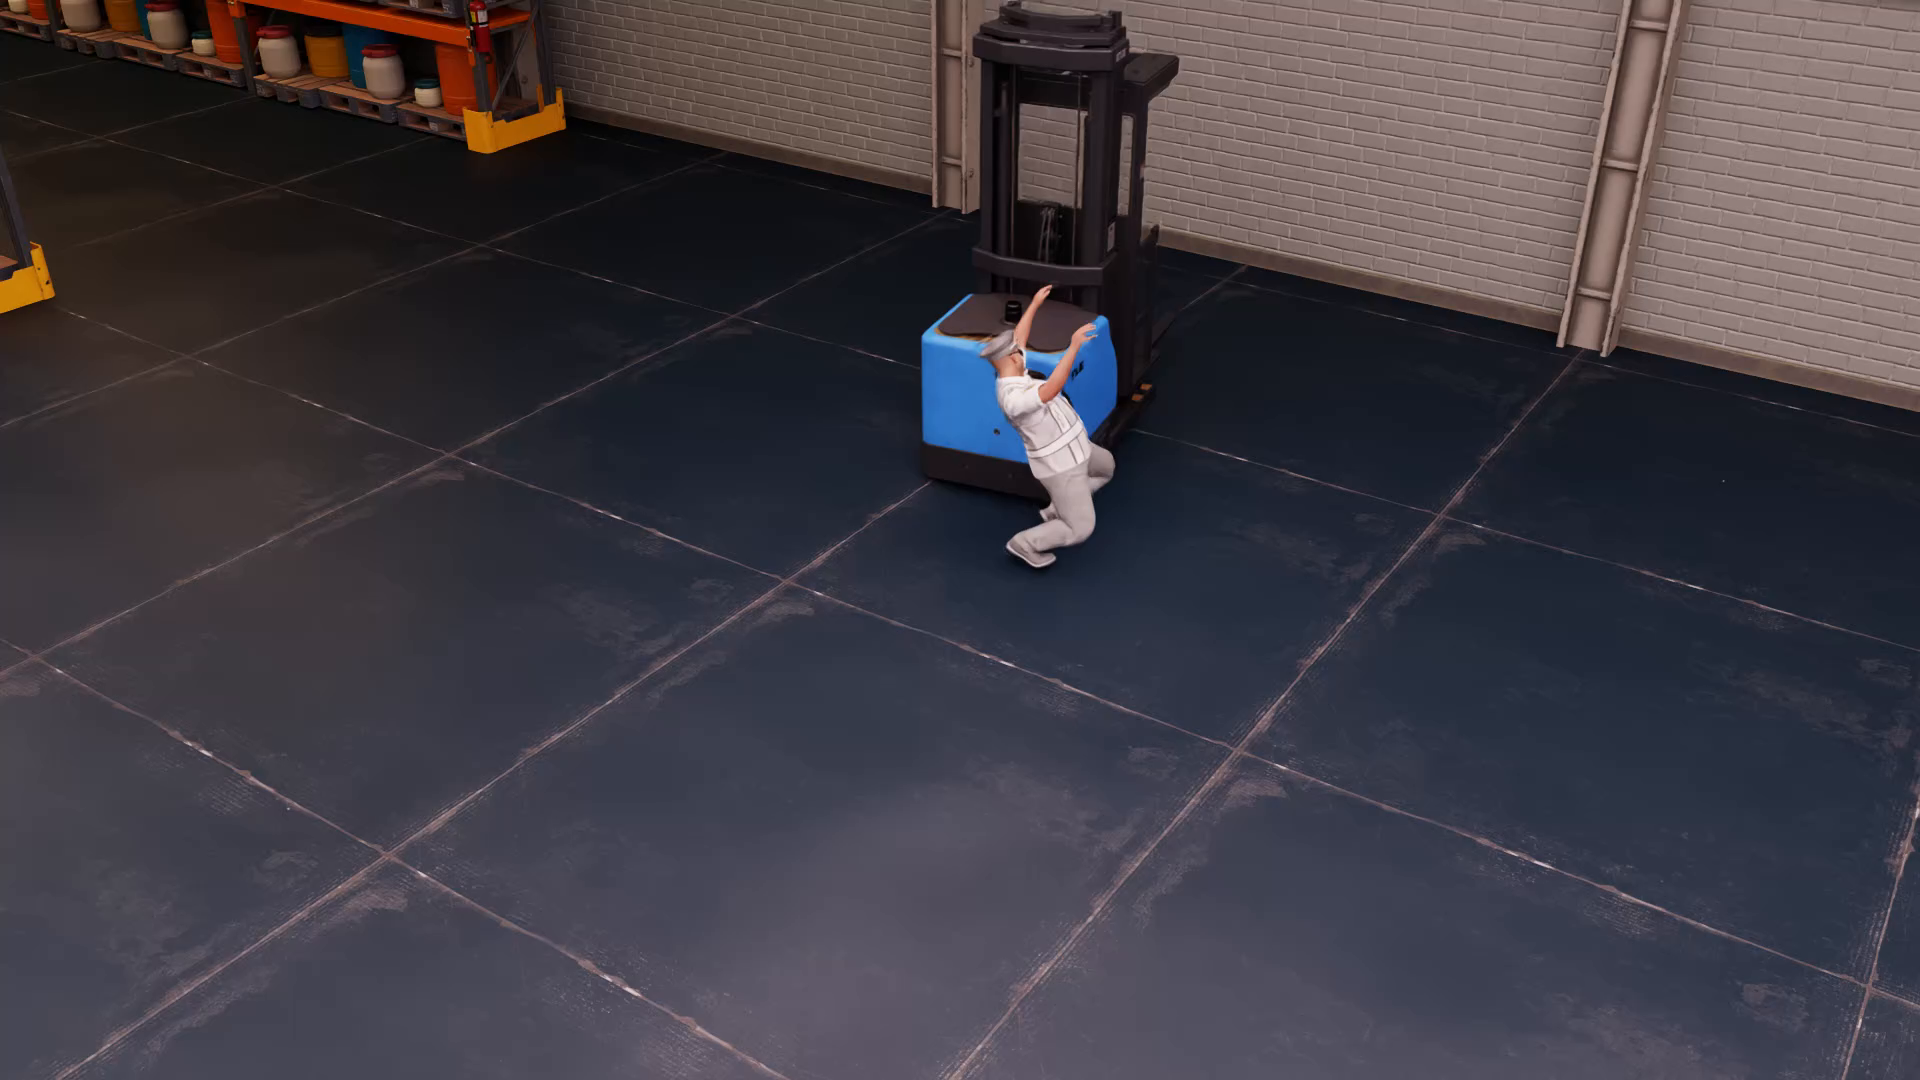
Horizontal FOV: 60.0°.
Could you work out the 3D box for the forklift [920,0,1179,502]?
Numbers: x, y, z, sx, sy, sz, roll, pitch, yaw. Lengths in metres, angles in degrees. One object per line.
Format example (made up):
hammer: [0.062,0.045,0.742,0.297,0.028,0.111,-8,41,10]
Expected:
forklift: [0.793,-2.237,11.433,1.130,2.935,3.031,12,32,20]

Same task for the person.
person: [0.532,-0.671,10.053,0.845,1.684,1.048,2,30,3]
